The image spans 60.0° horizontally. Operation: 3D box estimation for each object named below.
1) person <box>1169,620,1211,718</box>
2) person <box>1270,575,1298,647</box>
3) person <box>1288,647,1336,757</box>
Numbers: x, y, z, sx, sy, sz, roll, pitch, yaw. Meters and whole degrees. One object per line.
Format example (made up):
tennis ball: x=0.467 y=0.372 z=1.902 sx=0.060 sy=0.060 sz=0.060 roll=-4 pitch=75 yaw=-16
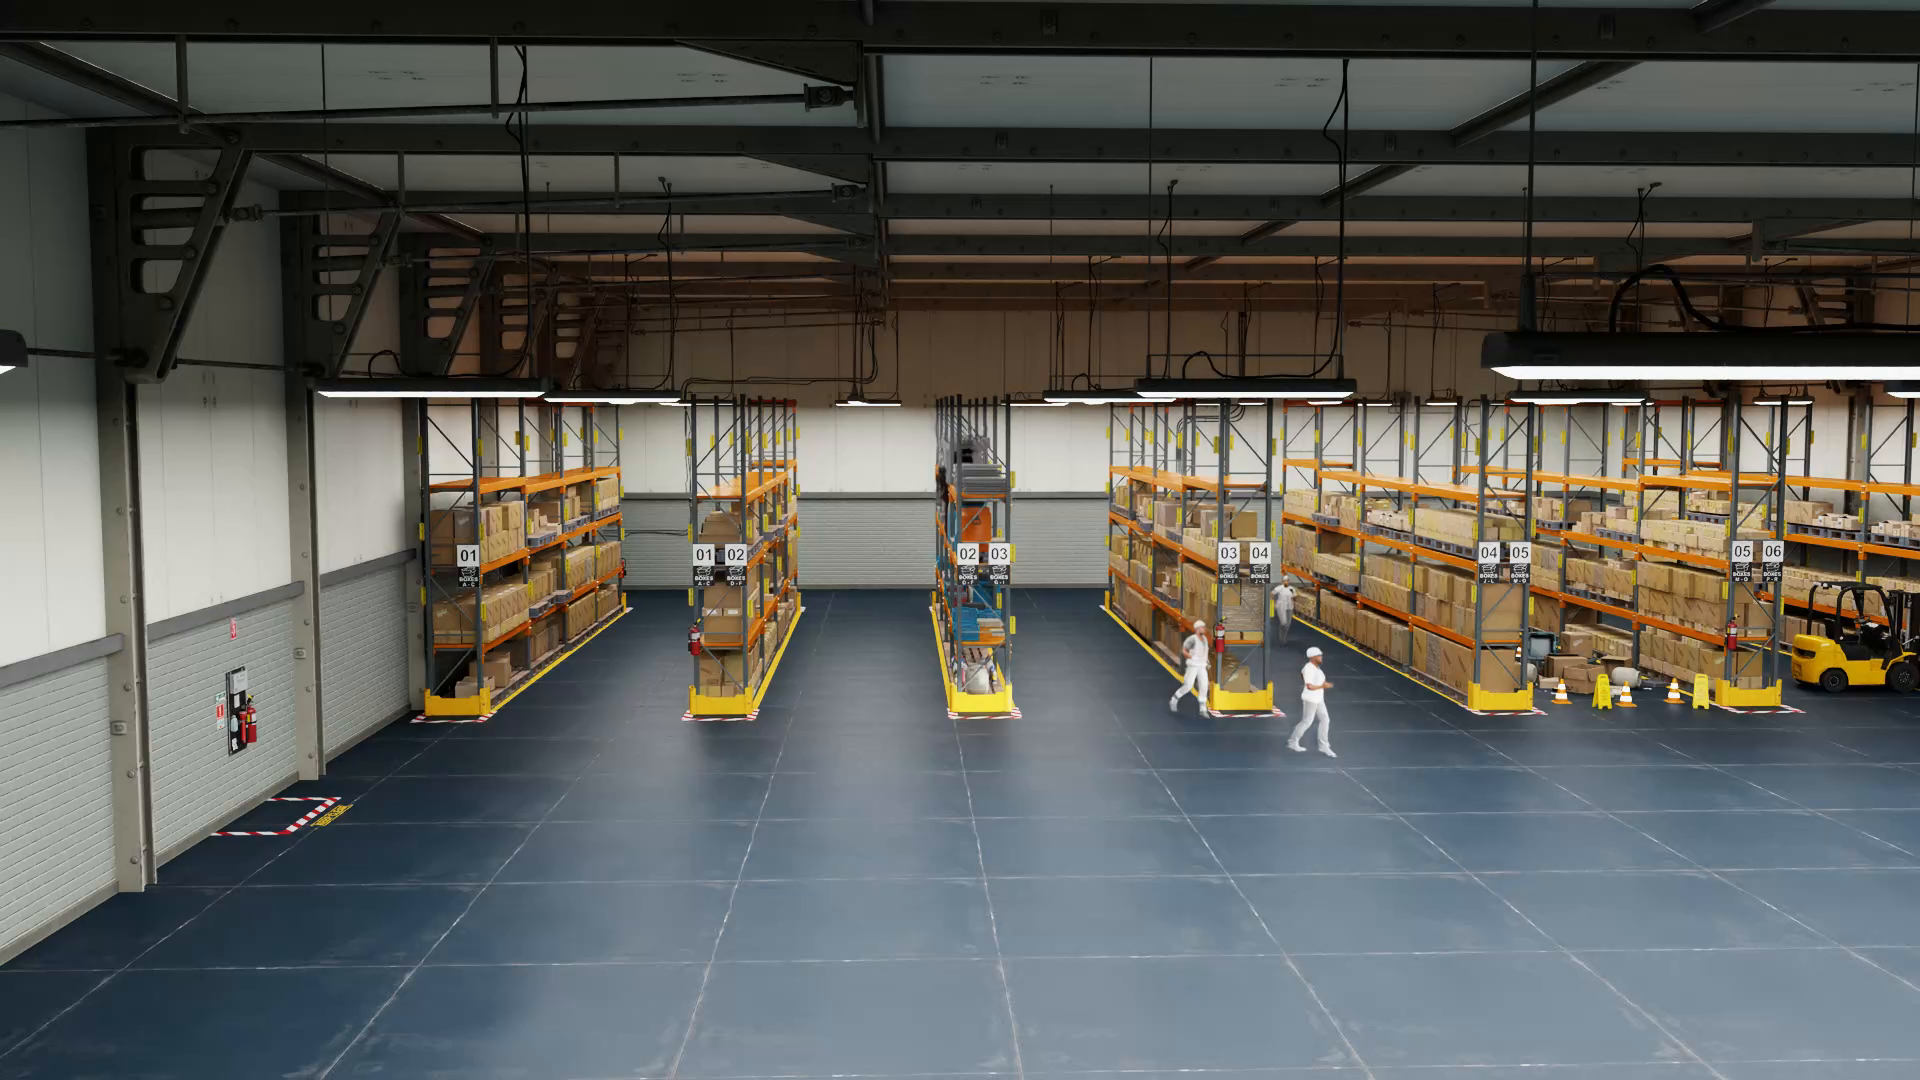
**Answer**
person: x=4.440 y=2.384 z=31.017 sx=0.718 sy=1.764 sz=0.979 roll=-3 pitch=5 yaw=-34
person: x=7.895 y=1.723 z=40.395 sx=0.577 sy=1.732 sz=0.735 roll=-1 pitch=5 yaw=-13
person: x=5.824 y=2.667 z=27.437 sx=0.785 sy=1.803 sz=0.692 roll=2 pitch=5 yaw=27
